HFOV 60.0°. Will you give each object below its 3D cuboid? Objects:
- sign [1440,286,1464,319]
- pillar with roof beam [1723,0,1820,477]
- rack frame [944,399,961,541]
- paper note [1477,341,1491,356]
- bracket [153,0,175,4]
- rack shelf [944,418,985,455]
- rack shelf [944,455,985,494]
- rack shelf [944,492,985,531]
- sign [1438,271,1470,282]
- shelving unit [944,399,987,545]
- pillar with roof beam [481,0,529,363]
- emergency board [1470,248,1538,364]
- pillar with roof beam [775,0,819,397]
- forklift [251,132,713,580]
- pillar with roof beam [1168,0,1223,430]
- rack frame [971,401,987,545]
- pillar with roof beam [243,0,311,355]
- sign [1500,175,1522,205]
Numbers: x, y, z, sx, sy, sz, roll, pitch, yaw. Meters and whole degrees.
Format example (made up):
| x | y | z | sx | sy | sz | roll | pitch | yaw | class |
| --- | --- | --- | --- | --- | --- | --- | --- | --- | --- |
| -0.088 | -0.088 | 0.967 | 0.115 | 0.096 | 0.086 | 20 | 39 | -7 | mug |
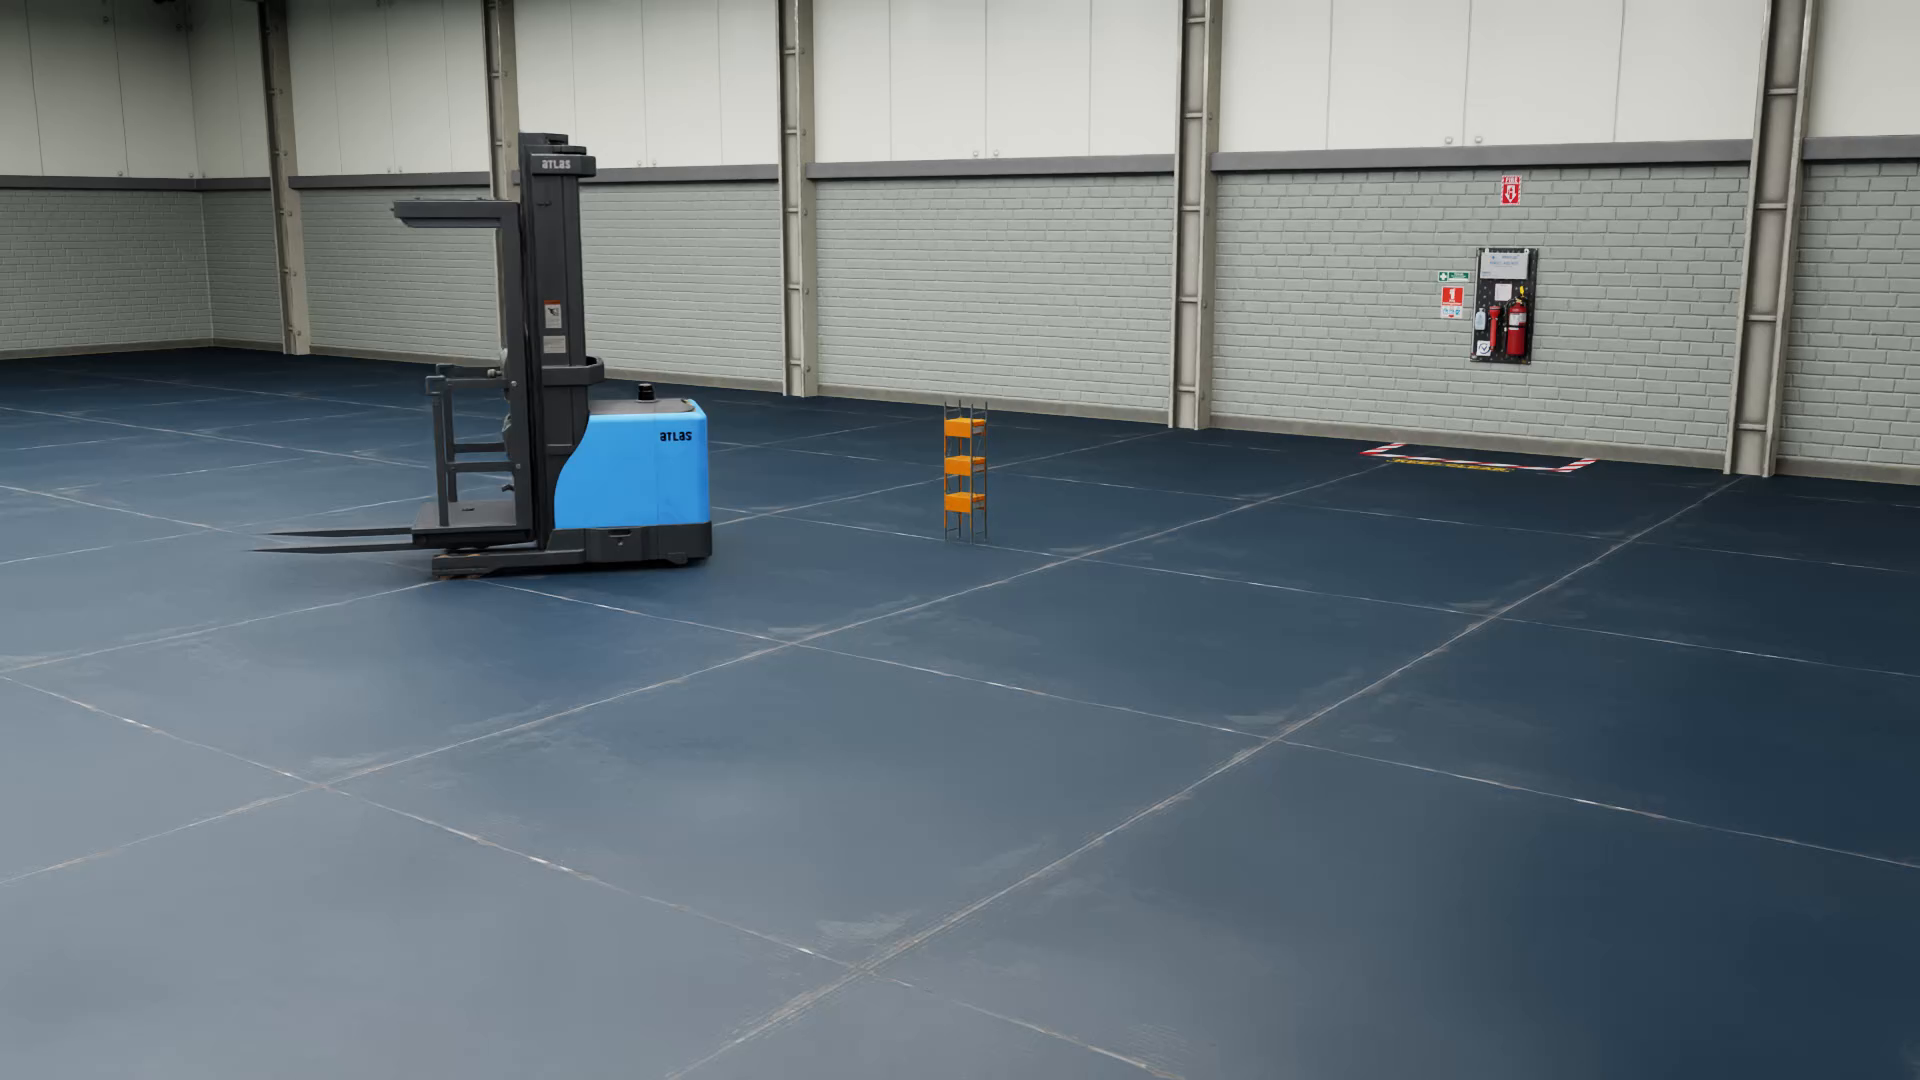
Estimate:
| x | y | z | sx | sy | sz | roll | pitch | yaw | class |
| --- | --- | --- | --- | --- | --- | --- | --- | --- | --- |
| 5.142 | -2.483 | 17.373 | 0.234 | 0.329 | 0.001 | 8 | 13 | 36 | sign |
| 4.947 | -4.390 | 11.530 | 0.400 | 9.000 | 9.100 | 8 | 13 | 36 | pillar with roof beam |
| -0.055 | -0.523 | 12.470 | 0.008 | 1.050 | 0.200 | 8 | 13 | 36 | rack frame |
| 5.425 | -1.985 | 17.214 | 0.142 | 0.148 | 0.016 | 8 | 13 | 36 | paper note |
| -14.303 | -9.773 | 29.880 | 0.430 | 0.232 | 0.235 | 8 | 13 | 36 | bracket |
| 0.043 | -0.778 | 12.347 | 0.240 | 0.259 | 0.215 | 8 | 13 | 36 | rack shelf |
| 0.043 | -0.499 | 12.401 | 0.240 | 0.259 | 0.215 | 8 | 13 | 36 | rack shelf |
| 0.043 | -0.226 | 12.454 | 0.240 | 0.259 | 0.215 | 8 | 13 | 36 | rack shelf |
| 5.140 | -2.741 | 17.313 | 0.331 | 0.109 | 0.001 | 8 | 13 | 36 | sign |
| 0.043 | -0.509 | 12.399 | 0.252 | 1.050 | 0.215 | 8 | 13 | 36 | shelving unit |
| -9.561 | -6.414 | 21.991 | 0.400 | 9.000 | 9.100 | 8 | 13 | 36 | pillar with roof beam |
| 5.526 | -2.387 | 16.973 | 0.643 | 1.169 | 0.194 | 8 | 13 | 36 | emergency board |
| -4.725 | -5.739 | 18.504 | 0.400 | 9.000 | 9.100 | 8 | 13 | 36 | pillar with roof beam |
| -3.304 | -1.283 | 11.442 | 3.031 | 2.935 | 1.130 | -3 | 11 | -13 | forklift |
| 0.111 | -5.065 | 15.017 | 0.400 | 9.000 | 9.100 | 8 | 13 | 36 | pillar with roof beam |
| 0.141 | -0.496 | 12.328 | 0.008 | 1.050 | 0.200 | 8 | 13 | 36 | rack frame |
| -14.397 | -7.088 | 25.478 | 0.548 | 9.000 | 9.100 | 8 | 13 | 36 | pillar with roof beam |
| 5.579 | -3.542 | 16.837 | 0.199 | 0.298 | 0.001 | 8 | 13 | 36 | sign |
